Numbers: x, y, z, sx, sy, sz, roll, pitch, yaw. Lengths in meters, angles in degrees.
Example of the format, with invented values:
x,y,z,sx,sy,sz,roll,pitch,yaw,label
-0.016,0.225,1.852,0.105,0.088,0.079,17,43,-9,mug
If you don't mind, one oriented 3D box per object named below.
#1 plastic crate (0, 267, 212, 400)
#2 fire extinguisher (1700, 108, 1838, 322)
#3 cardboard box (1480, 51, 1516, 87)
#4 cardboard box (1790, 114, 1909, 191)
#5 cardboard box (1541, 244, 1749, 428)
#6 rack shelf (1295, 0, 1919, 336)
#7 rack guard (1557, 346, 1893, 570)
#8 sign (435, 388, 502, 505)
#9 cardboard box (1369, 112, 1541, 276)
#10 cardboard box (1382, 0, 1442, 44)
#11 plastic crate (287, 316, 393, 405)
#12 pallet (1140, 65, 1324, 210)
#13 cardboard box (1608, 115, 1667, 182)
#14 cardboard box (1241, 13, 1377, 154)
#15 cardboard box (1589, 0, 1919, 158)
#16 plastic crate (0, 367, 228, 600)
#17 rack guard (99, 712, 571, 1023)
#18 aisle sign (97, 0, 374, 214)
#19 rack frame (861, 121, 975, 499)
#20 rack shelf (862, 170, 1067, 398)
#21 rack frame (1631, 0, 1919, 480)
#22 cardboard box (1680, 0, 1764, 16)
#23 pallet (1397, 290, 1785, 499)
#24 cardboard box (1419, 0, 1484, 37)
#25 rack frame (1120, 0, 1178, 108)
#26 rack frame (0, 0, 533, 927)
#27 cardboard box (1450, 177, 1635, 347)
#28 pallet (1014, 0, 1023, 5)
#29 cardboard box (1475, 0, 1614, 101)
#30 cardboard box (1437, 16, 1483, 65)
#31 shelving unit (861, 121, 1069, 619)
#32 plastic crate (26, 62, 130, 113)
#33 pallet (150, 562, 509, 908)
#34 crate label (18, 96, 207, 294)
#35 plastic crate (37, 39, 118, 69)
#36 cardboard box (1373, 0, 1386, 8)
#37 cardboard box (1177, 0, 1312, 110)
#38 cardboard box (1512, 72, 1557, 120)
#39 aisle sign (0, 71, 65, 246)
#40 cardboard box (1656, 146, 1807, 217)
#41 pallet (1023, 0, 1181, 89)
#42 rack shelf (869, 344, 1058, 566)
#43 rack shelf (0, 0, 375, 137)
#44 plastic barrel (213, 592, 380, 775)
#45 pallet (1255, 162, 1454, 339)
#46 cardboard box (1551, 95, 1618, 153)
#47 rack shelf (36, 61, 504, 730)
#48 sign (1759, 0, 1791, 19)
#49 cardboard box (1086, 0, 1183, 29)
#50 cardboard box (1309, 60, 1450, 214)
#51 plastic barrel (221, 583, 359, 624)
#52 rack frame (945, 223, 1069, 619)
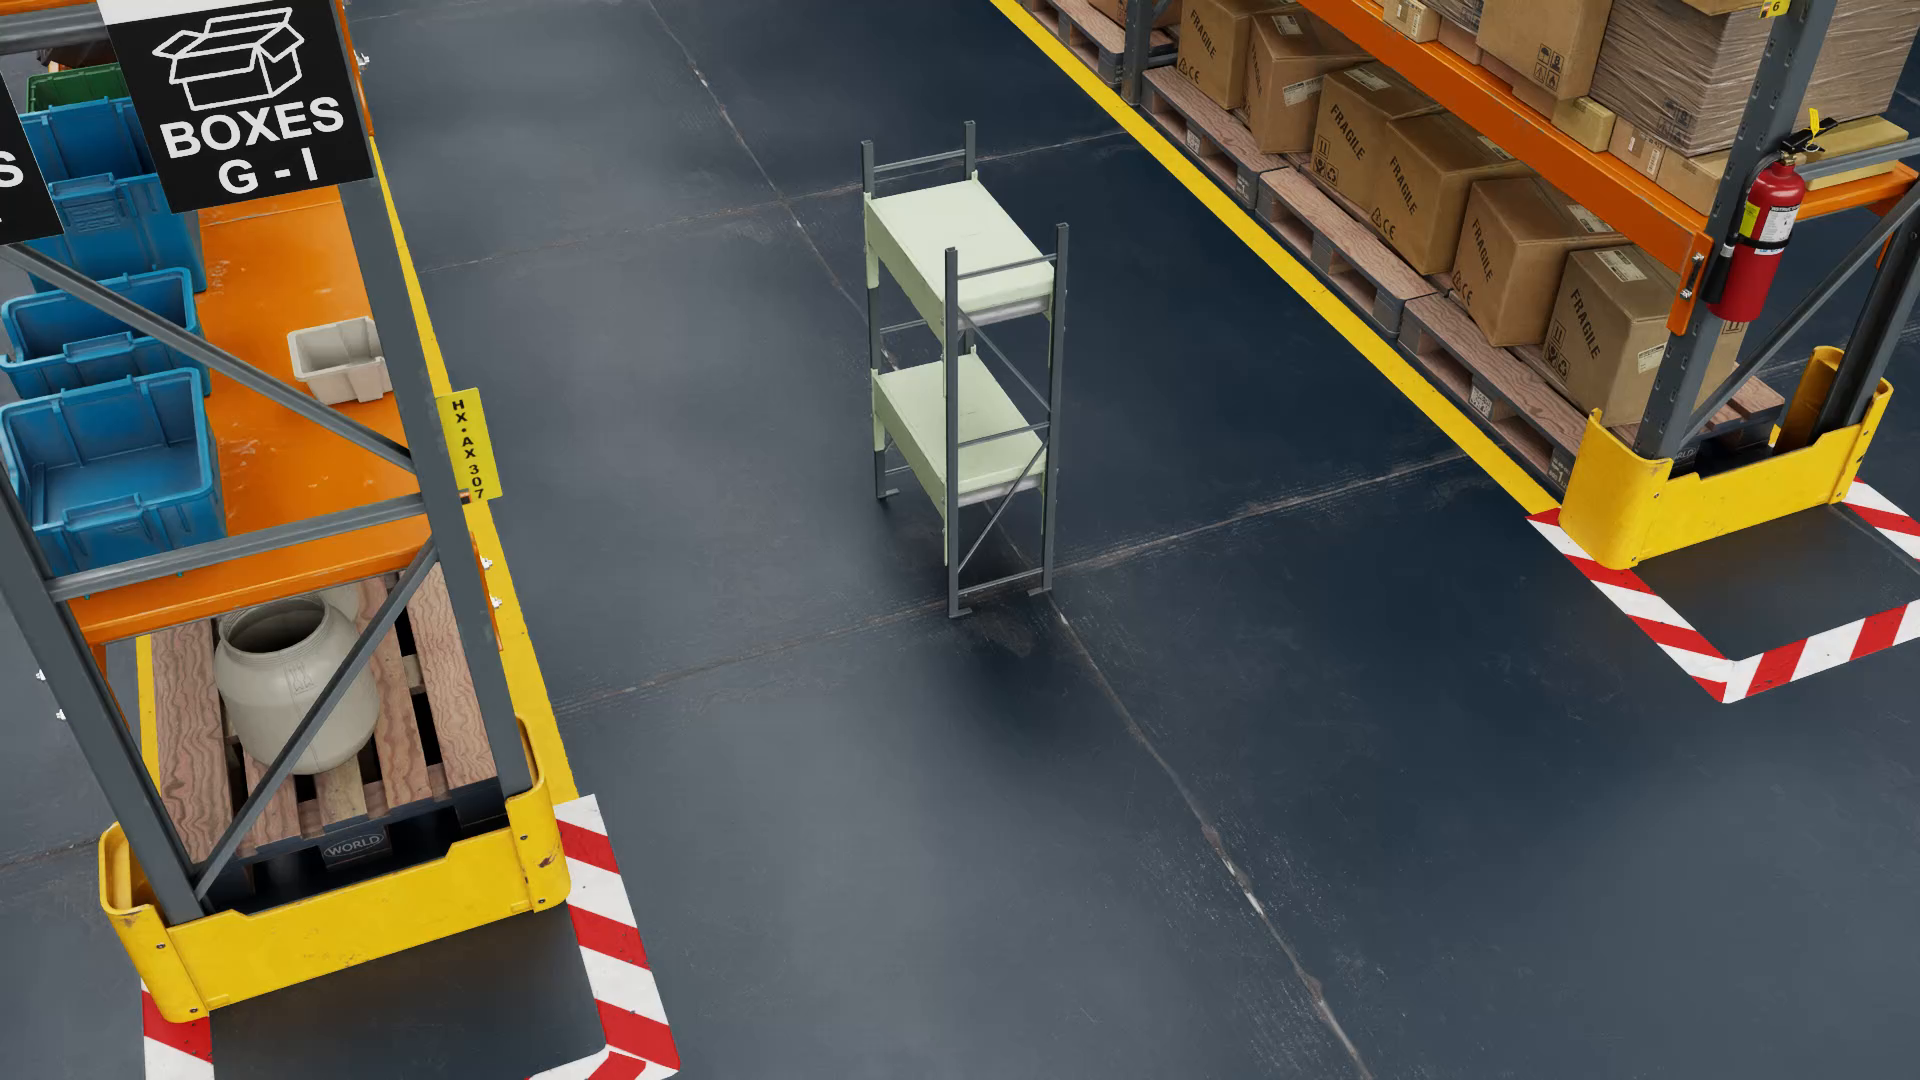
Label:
x,y,z,sx,sy,sz,roll,pitch,yaw,label
-2.399,-0.545,4.697,0.499,0.251,0.408,-15,43,-17,plastic crate
2.506,-1.004,5.177,0.296,0.674,0.183,-15,43,-17,fire extinguisher
2.211,-1.846,6.289,0.380,0.149,0.250,-15,43,-17,cardboard box
2.999,-1.353,5.716,0.380,0.149,0.250,-15,43,-17,cardboard box
2.664,-0.809,6.486,0.500,0.500,0.500,-8,41,-9,cardboard box
2.123,-2.150,7.001,1.077,0.370,4.000,-15,43,-17,rack shelf
2.859,-0.315,6.233,1.175,0.500,0.348,-15,43,-17,rack guard
-1.178,-0.221,3.995,0.100,0.325,0.005,-15,43,-17,sign
2.182,-1.543,7.338,0.500,0.500,0.500,-11,42,-13,cardboard box
1.917,-2.120,6.607,0.380,0.149,0.250,-15,43,-17,cardboard box
-1.733,-0.501,4.735,0.298,0.136,0.250,-15,43,-17,plastic crate
1.647,-2.174,8.616,1.003,0.211,1.213,-15,43,-17,pallet
2.493,-1.393,5.762,0.380,0.149,0.250,-15,43,-17,cardboard box
1.700,-2.244,8.155,0.500,0.500,0.500,-3,41,-3,cardboard box
2.703,-1.706,5.629,0.875,0.500,0.500,-15,43,-17,cardboard box
-2.156,-0.152,4.241,0.499,0.251,0.616,-15,43,-17,plastic crate
-1.761,0.932,4.783,1.175,0.500,0.348,-15,43,-17,rack guard
-1.390,-0.997,3.115,0.394,0.787,0.004,-15,43,-17,aisle sign
-0.137,-0.785,6.013,0.400,1.500,0.023,-15,43,-17,rack frame
0.003,-0.861,5.502,0.431,0.370,0.720,-15,43,-17,rack shelf
2.888,-1.217,5.365,1.000,3.000,0.127,-15,43,-17,rack frame
2.449,-2.017,5.223,0.500,0.500,0.500,-15,43,-17,cardboard box
2.581,-0.704,6.907,1.003,0.211,1.213,-15,43,-17,pallet
2.249,-2.290,6.307,0.875,0.500,0.500,-15,43,-17,cardboard box
1.357,-3.627,8.167,1.000,3.000,0.127,-15,43,-17,rack frame
-1.688,0.018,3.928,1.000,3.000,0.127,-15,43,-17,rack frame
2.404,-1.161,6.894,0.500,0.500,0.500,-5,41,-6,cardboard box
0.587,-3.774,10.477,1.003,0.211,1.213,-15,43,-17,pallet
2.401,-1.978,5.944,0.875,0.500,0.500,-15,43,-17,cardboard box
2.095,-1.991,6.458,0.380,0.149,0.250,-15,43,-17,cardboard box
0.003,-0.565,5.756,0.431,1.500,0.755,-15,43,-17,shelving unit
-2.960,-1.423,5.767,0.450,0.188,0.662,-15,43,-17,plastic crate
-2.067,0.551,5.448,1.003,0.211,1.213,-15,43,-17,pallet
-2.642,-1.037,5.128,0.502,0.435,0.616,-15,43,-17,crate label
-3.136,-2.021,6.347,0.767,0.338,0.504,-15,43,-17,plastic crate
1.886,-2.288,6.802,0.380,0.149,0.250,-15,43,-17,cardboard box
1.473,-2.588,8.554,0.500,0.500,0.500,-16,43,-18,cardboard box
2.268,-1.685,6.102,0.380,0.149,0.250,-15,43,-17,cardboard box
-1.935,-0.850,2.944,0.394,0.787,0.004,-15,43,-17,aisle sign
2.588,-1.242,5.587,0.380,0.149,0.250,-15,43,-17,cardboard box
1.058,-3.038,9.621,1.003,0.211,1.213,-15,43,-17,pallet
0.003,-0.317,5.969,0.431,0.370,0.720,-15,43,-17,rack shelf
-2.453,-2.051,4.586,1.077,0.370,4.000,-15,43,-17,rack shelf
-2.011,0.425,5.041,0.421,0.512,0.421,0,41,0,plastic barrel
2.118,-1.438,7.760,1.003,0.211,1.213,-15,43,-17,pallet
2.350,-1.531,5.922,0.380,0.149,0.250,-15,43,-17,cardboard box
-2.453,-0.914,5.564,1.077,0.370,4.000,-15,43,-17,rack shelf
2.367,-1.650,4.738,0.100,0.325,0.005,-15,43,-17,sign
1.142,-3.221,9.275,0.700,0.500,0.500,-18,44,-20,cardboard box
2.010,-1.890,7.742,0.500,0.500,0.500,-19,44,-21,cardboard box
-2.202,0.123,5.393,0.421,0.512,0.421,0,41,0,plastic barrel
0.143,-0.344,5.500,0.400,1.500,0.023,-15,43,-17,rack frame
